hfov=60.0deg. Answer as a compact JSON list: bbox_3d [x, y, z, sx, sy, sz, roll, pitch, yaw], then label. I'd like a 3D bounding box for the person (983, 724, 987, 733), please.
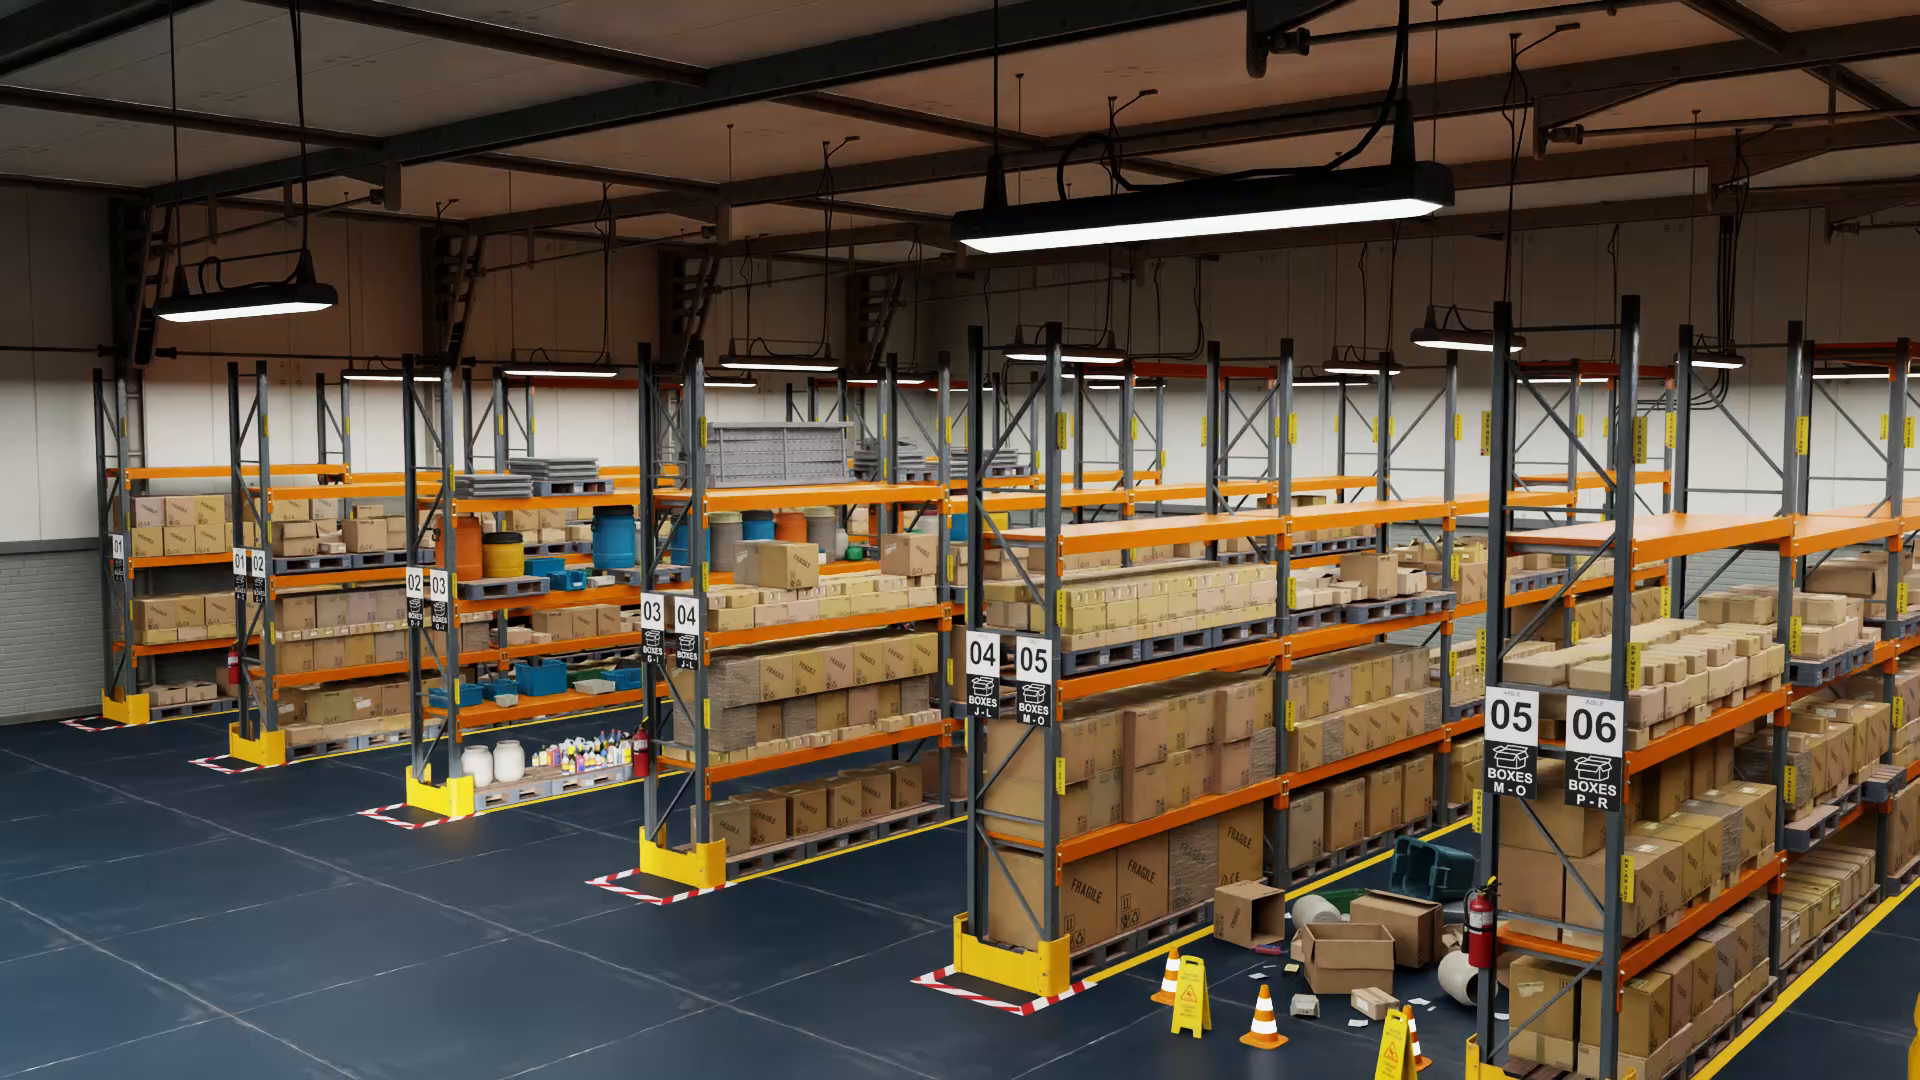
[{"bbox_3d":[0.413,2.332,27.187,0.454,1.652,0.533,-3,5,-33],"label":"person"}]
